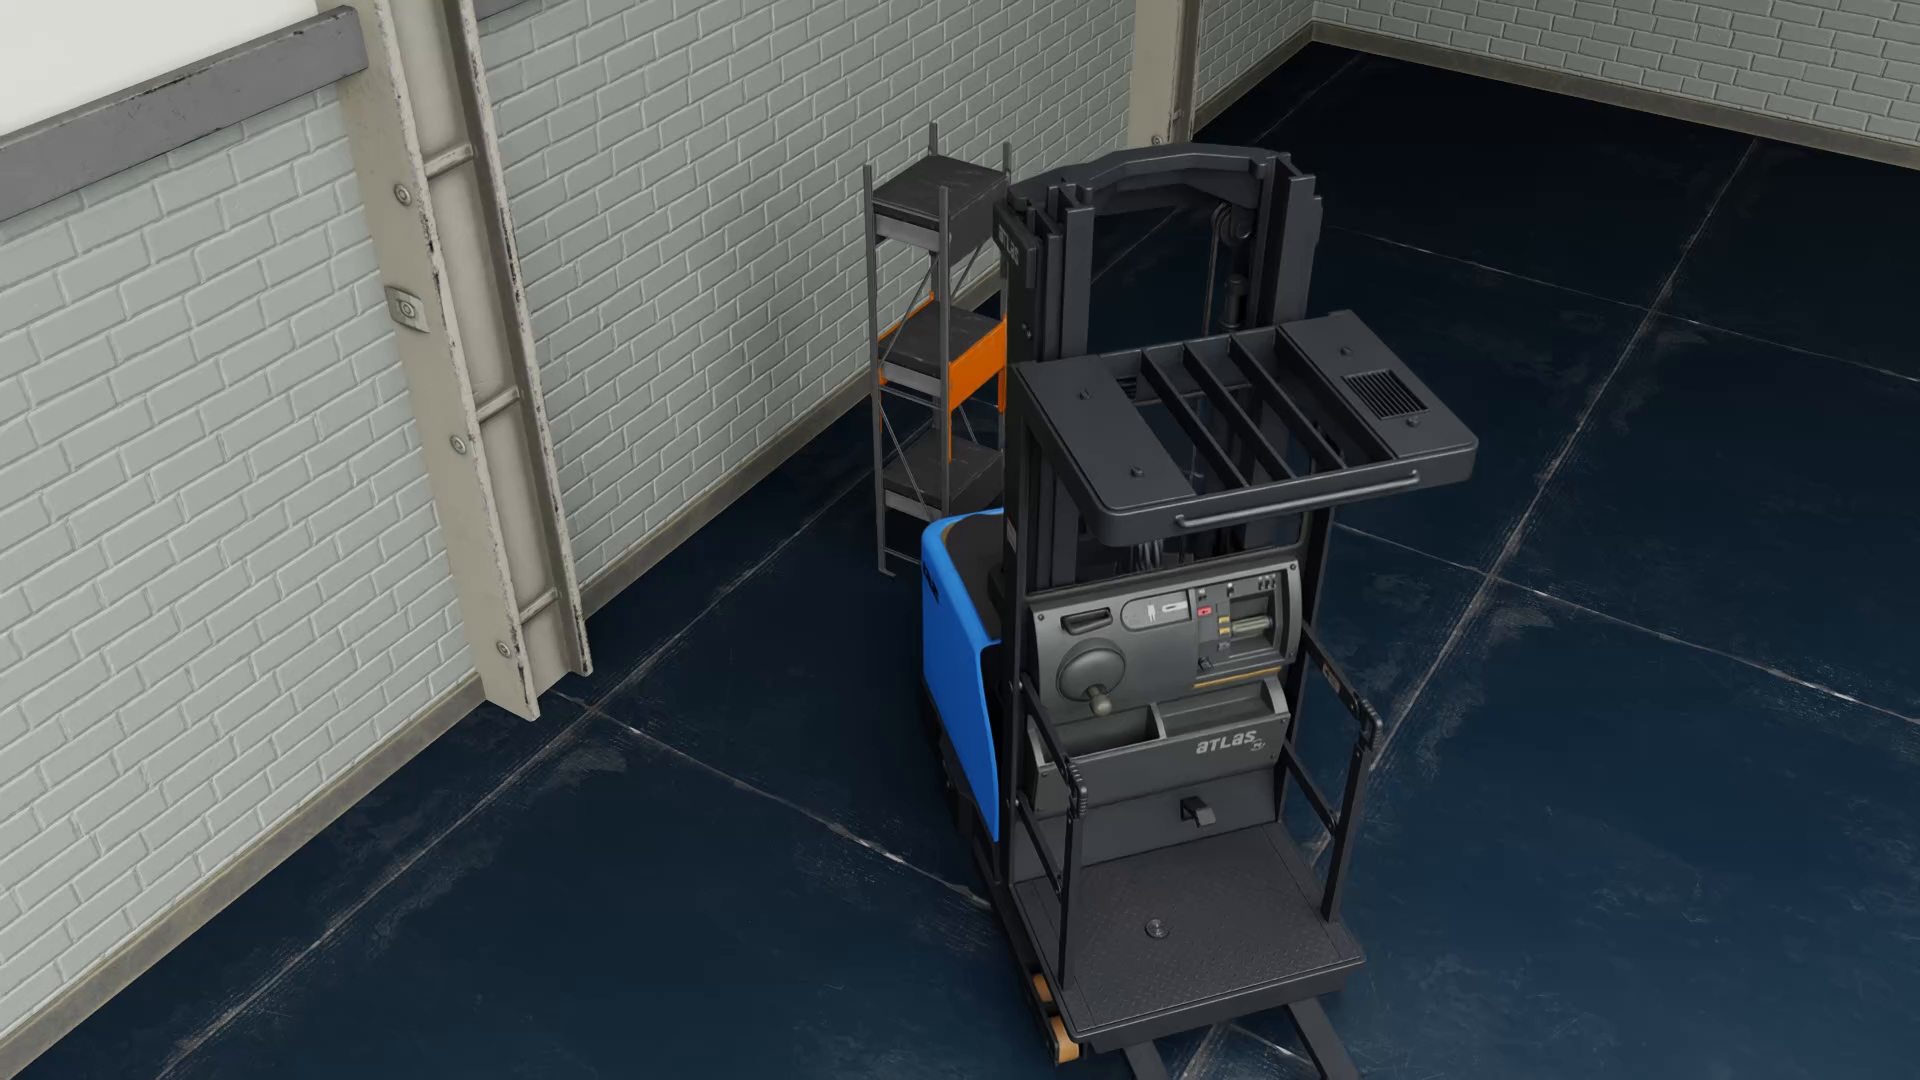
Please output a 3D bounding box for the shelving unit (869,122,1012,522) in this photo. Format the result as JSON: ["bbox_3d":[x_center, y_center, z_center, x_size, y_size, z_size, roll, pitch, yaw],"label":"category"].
[{"bbox_3d":[-0.086,-0.749,7.442,0.431,2.100,0.492,21,42,25],"label":"shelving unit"}]

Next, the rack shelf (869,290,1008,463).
[{"bbox_3d":[-0.089,-0.735,7.446,0.431,0.518,0.480,21,42,25],"label":"rack shelf"}]

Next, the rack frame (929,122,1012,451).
[{"bbox_3d":[0.042,-0.872,7.601,0.400,2.100,0.015,21,42,25],"label":"rack frame"}]

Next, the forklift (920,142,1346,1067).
[{"bbox_3d":[0.751,0.389,5.284,1.130,2.935,3.031,-11,39,-13],"label":"forklift"}]

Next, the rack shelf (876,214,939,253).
[{"bbox_3d":[-0.089,-1.369,6.958,0.332,0.100,0.442,21,42,25],"label":"rack shelf"}]

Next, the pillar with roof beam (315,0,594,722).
[{"bbox_3d":[1.765,-1.523,2.794,9.100,9.000,0.400,21,42,25],"label":"pillar with roof beam"}]

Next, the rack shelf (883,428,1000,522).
[{"bbox_3d":[-0.089,-0.289,7.790,0.368,0.174,0.457,21,42,25],"label":"rack shelf"}]
